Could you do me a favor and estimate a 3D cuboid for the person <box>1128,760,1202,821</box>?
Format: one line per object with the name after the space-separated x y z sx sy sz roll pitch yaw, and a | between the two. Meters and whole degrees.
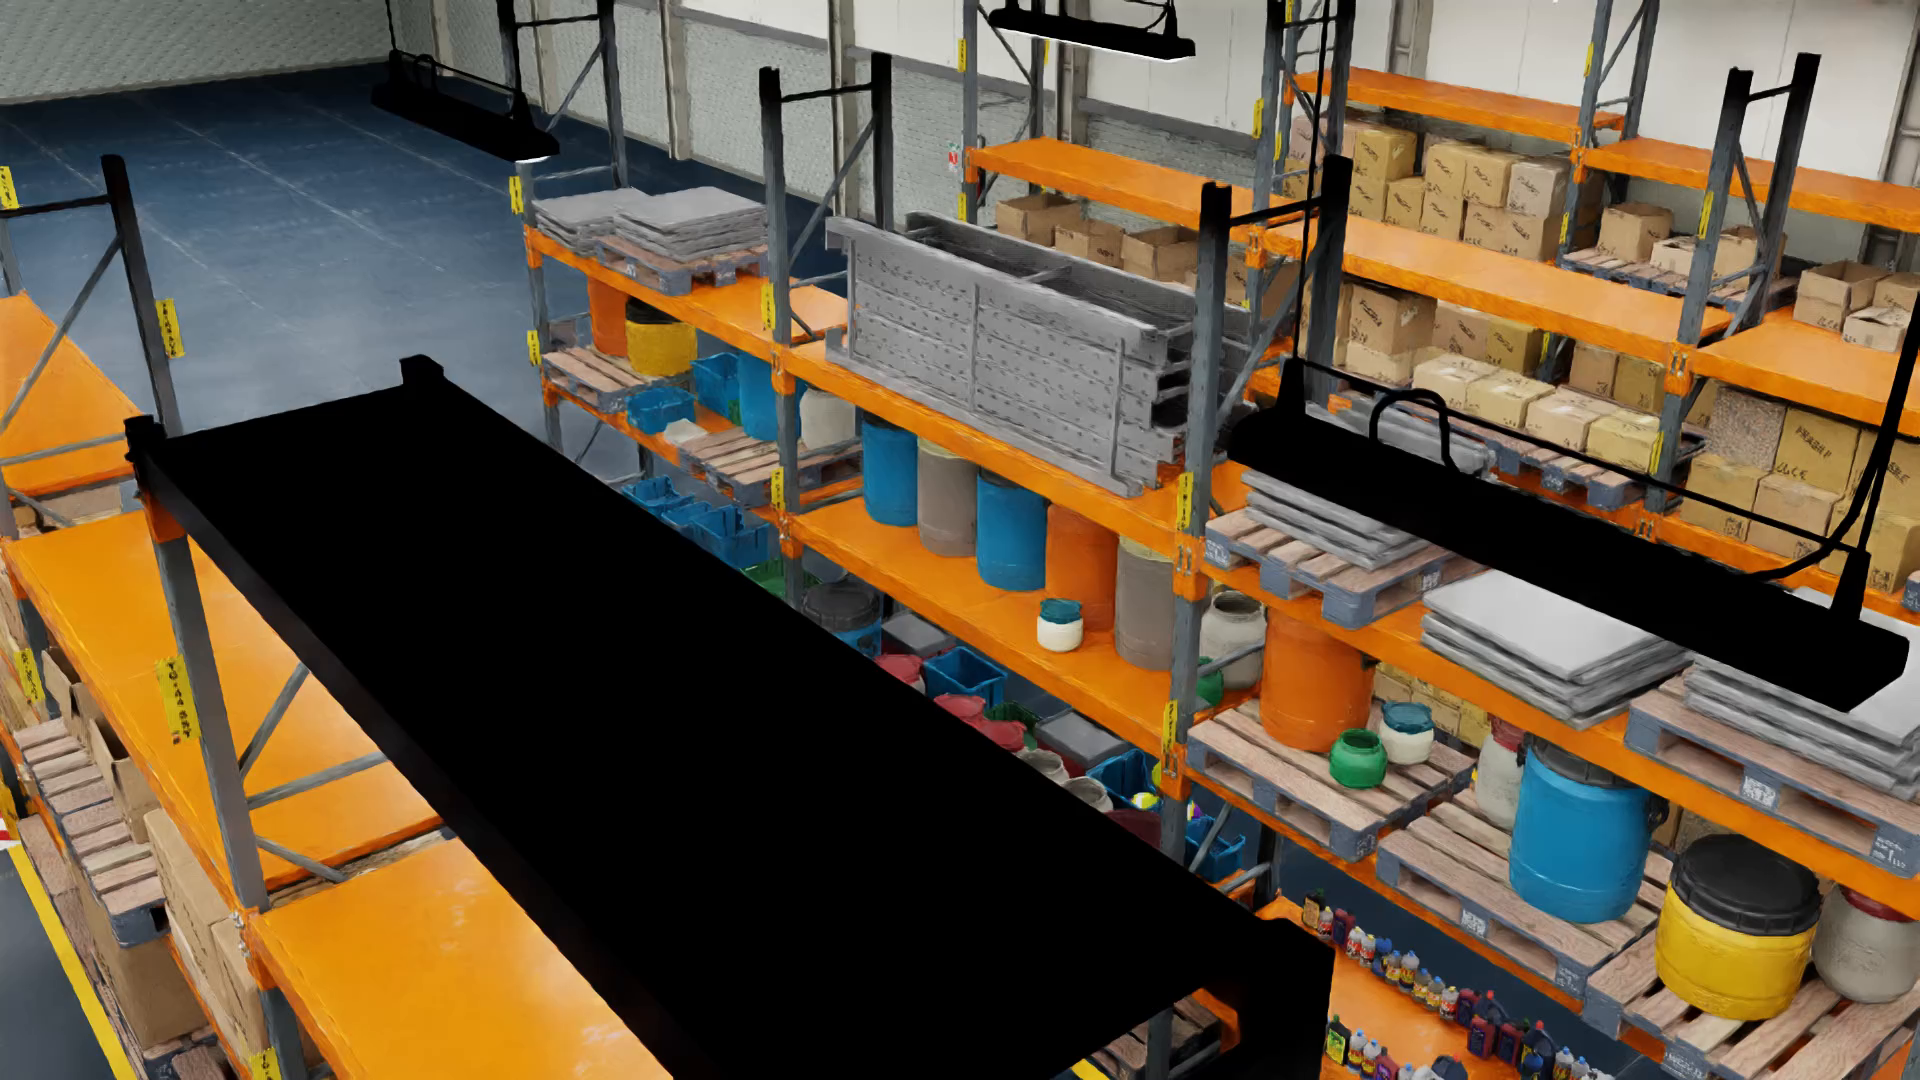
1.311 2.222 11.432 0.700 1.766 0.566 2 26 4 | person
